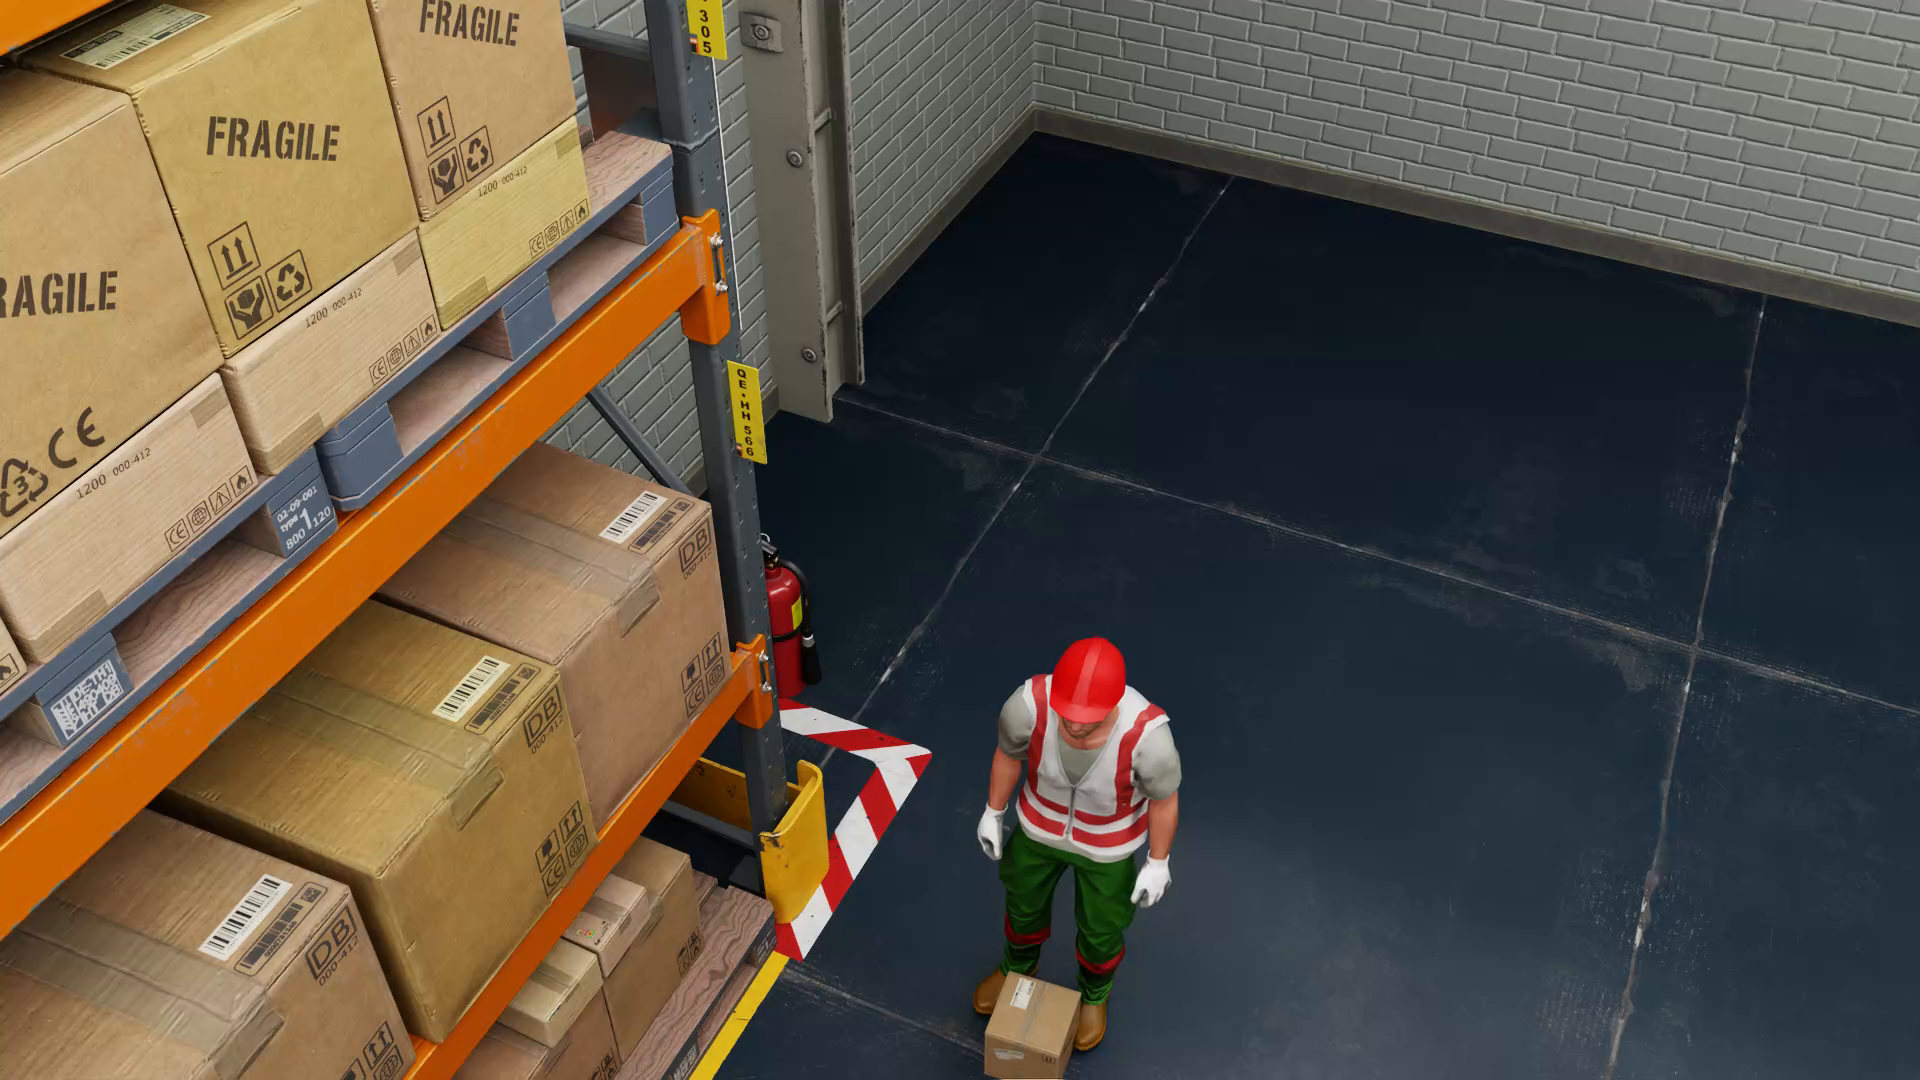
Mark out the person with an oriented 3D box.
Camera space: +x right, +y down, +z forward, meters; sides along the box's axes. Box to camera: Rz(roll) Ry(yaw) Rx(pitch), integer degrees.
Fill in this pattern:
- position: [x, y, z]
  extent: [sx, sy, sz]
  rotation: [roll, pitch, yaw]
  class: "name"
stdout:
- position: [0.356, 0.920, 5.111]
  extent: [0.621, 1.781, 0.445]
  rotation: [15, 44, 16]
  class: "person"
